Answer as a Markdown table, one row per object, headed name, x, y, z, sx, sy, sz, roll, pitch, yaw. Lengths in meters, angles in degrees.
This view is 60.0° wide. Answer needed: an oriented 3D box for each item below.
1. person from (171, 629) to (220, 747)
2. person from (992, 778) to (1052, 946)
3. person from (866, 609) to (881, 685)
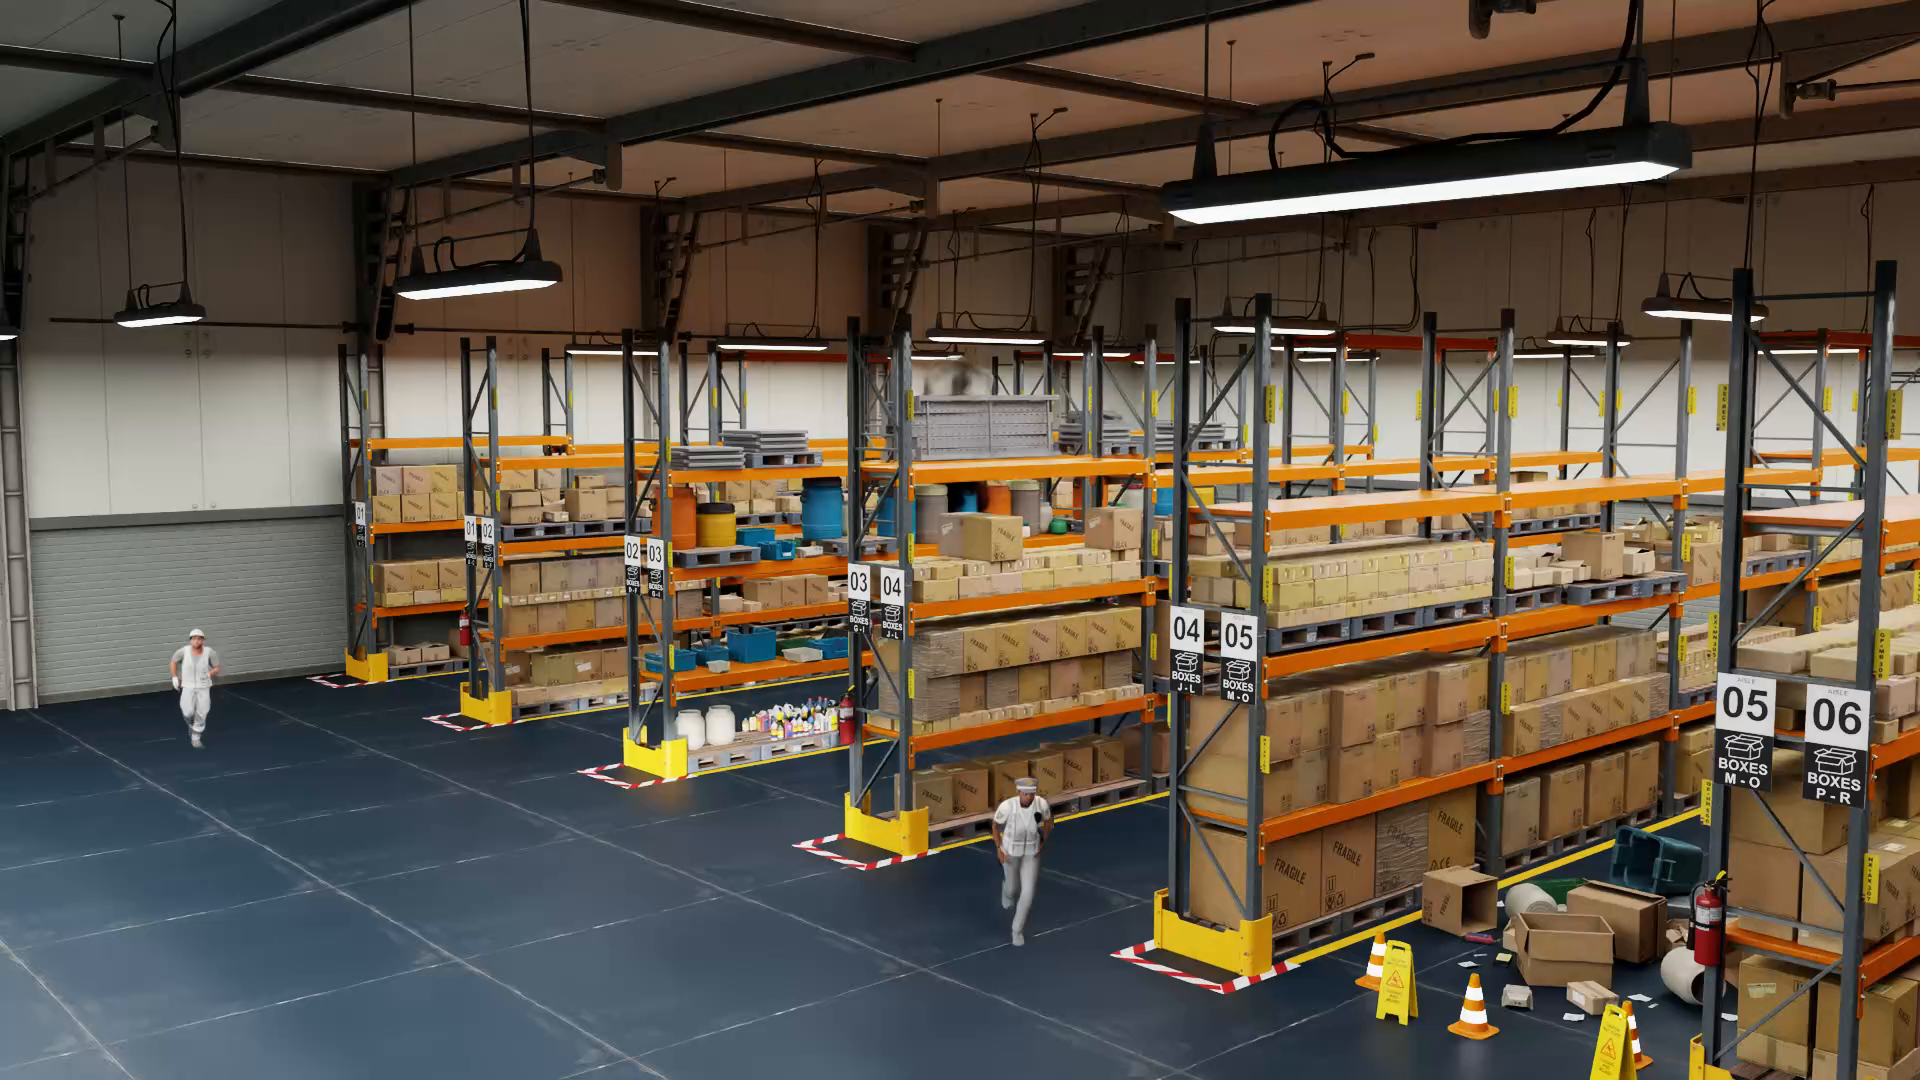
| name | x | y | z | sx | sy | sz | roll | pitch | yaw |
| --- | --- | --- | --- | --- | --- | --- | --- | --- | --- |
| person | -11.031 | 2.147 | 24.007 | 0.661 | 1.733 | 0.616 | -2 | 6 | -22 |
| person | 0.571 | 2.979 | 15.799 | 0.575 | 1.629 | 0.863 | -1 | 5 | -14 |
| person | -1.436 | 1.533 | 27.701 | 0.572 | 1.741 | 0.691 | -5 | 7 | -42 |
